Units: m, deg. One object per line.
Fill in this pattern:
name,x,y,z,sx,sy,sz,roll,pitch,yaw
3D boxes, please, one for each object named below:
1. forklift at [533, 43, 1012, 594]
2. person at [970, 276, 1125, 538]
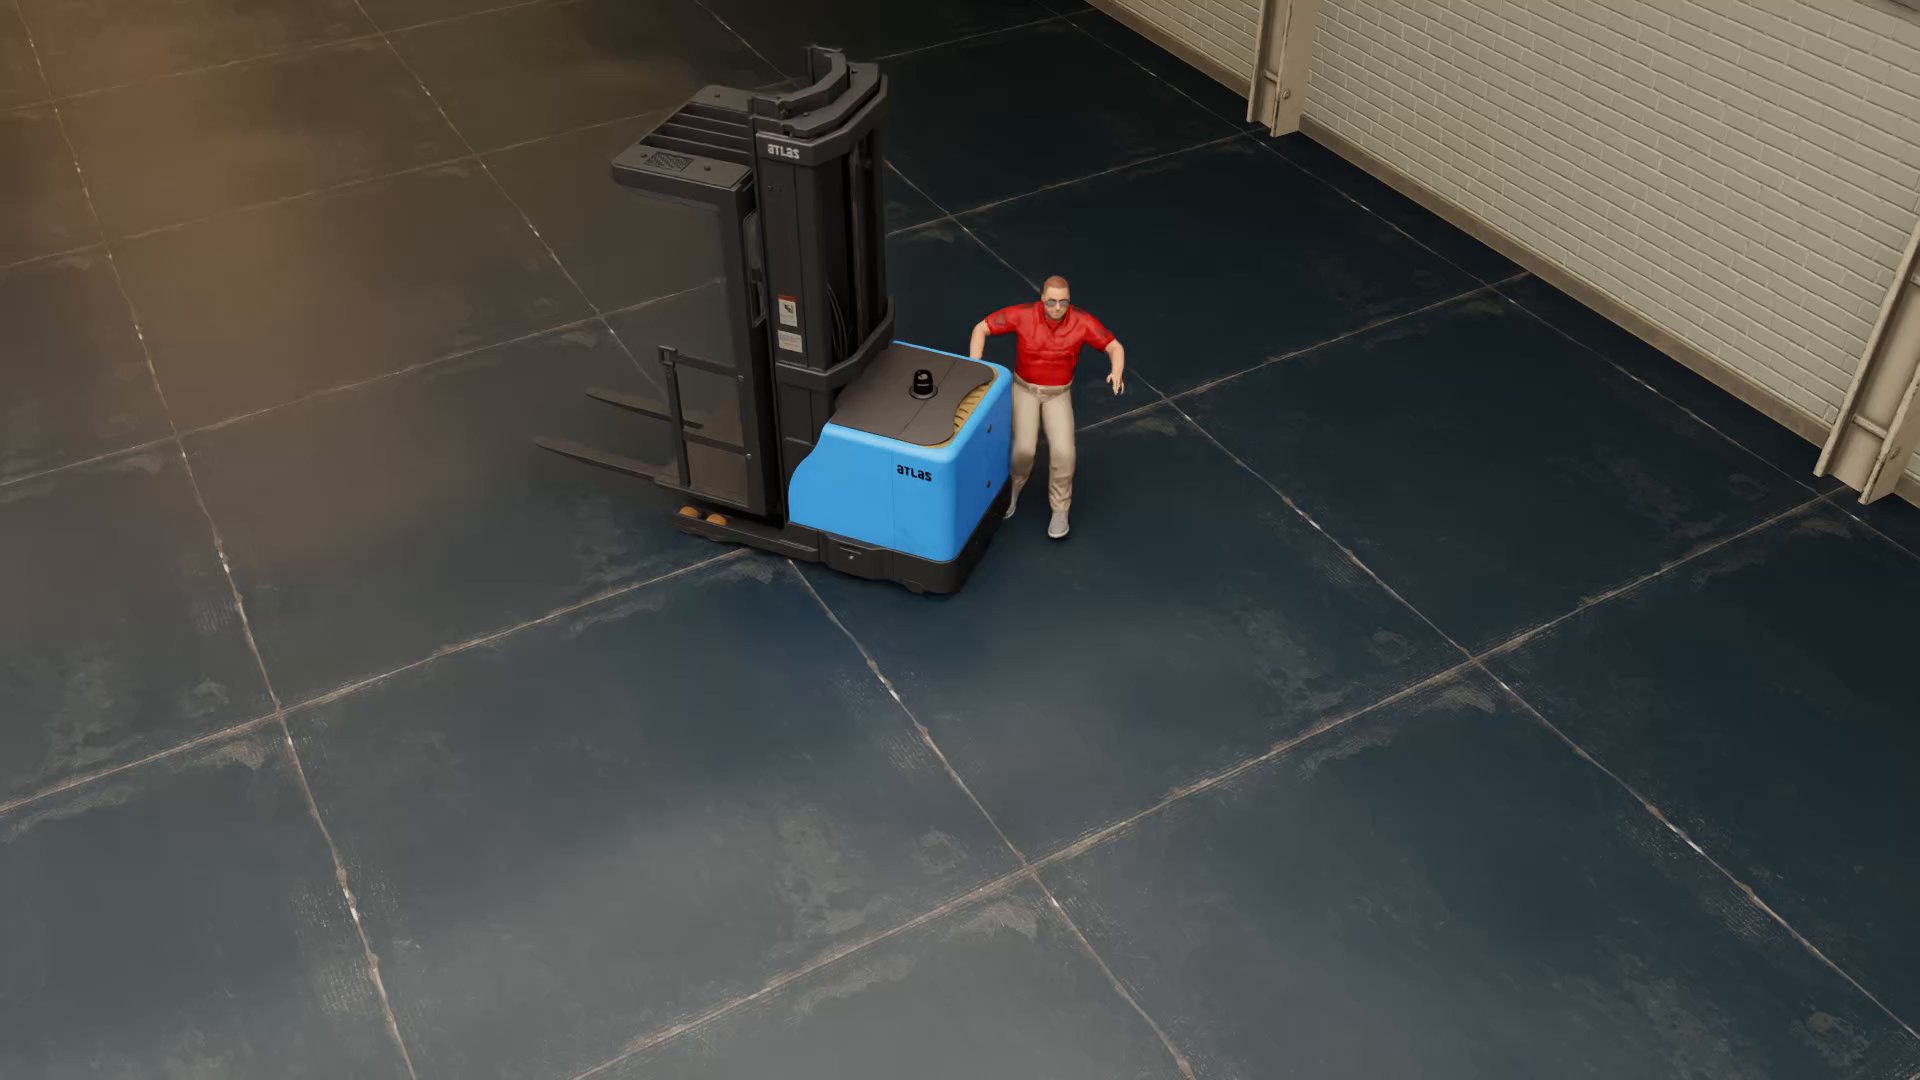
forklift,-1.242,-1.415,9.742,3.031,2.935,1.130,15,42,17
person,0.527,-0.817,10.153,0.968,1.491,0.846,-5,40,-6
